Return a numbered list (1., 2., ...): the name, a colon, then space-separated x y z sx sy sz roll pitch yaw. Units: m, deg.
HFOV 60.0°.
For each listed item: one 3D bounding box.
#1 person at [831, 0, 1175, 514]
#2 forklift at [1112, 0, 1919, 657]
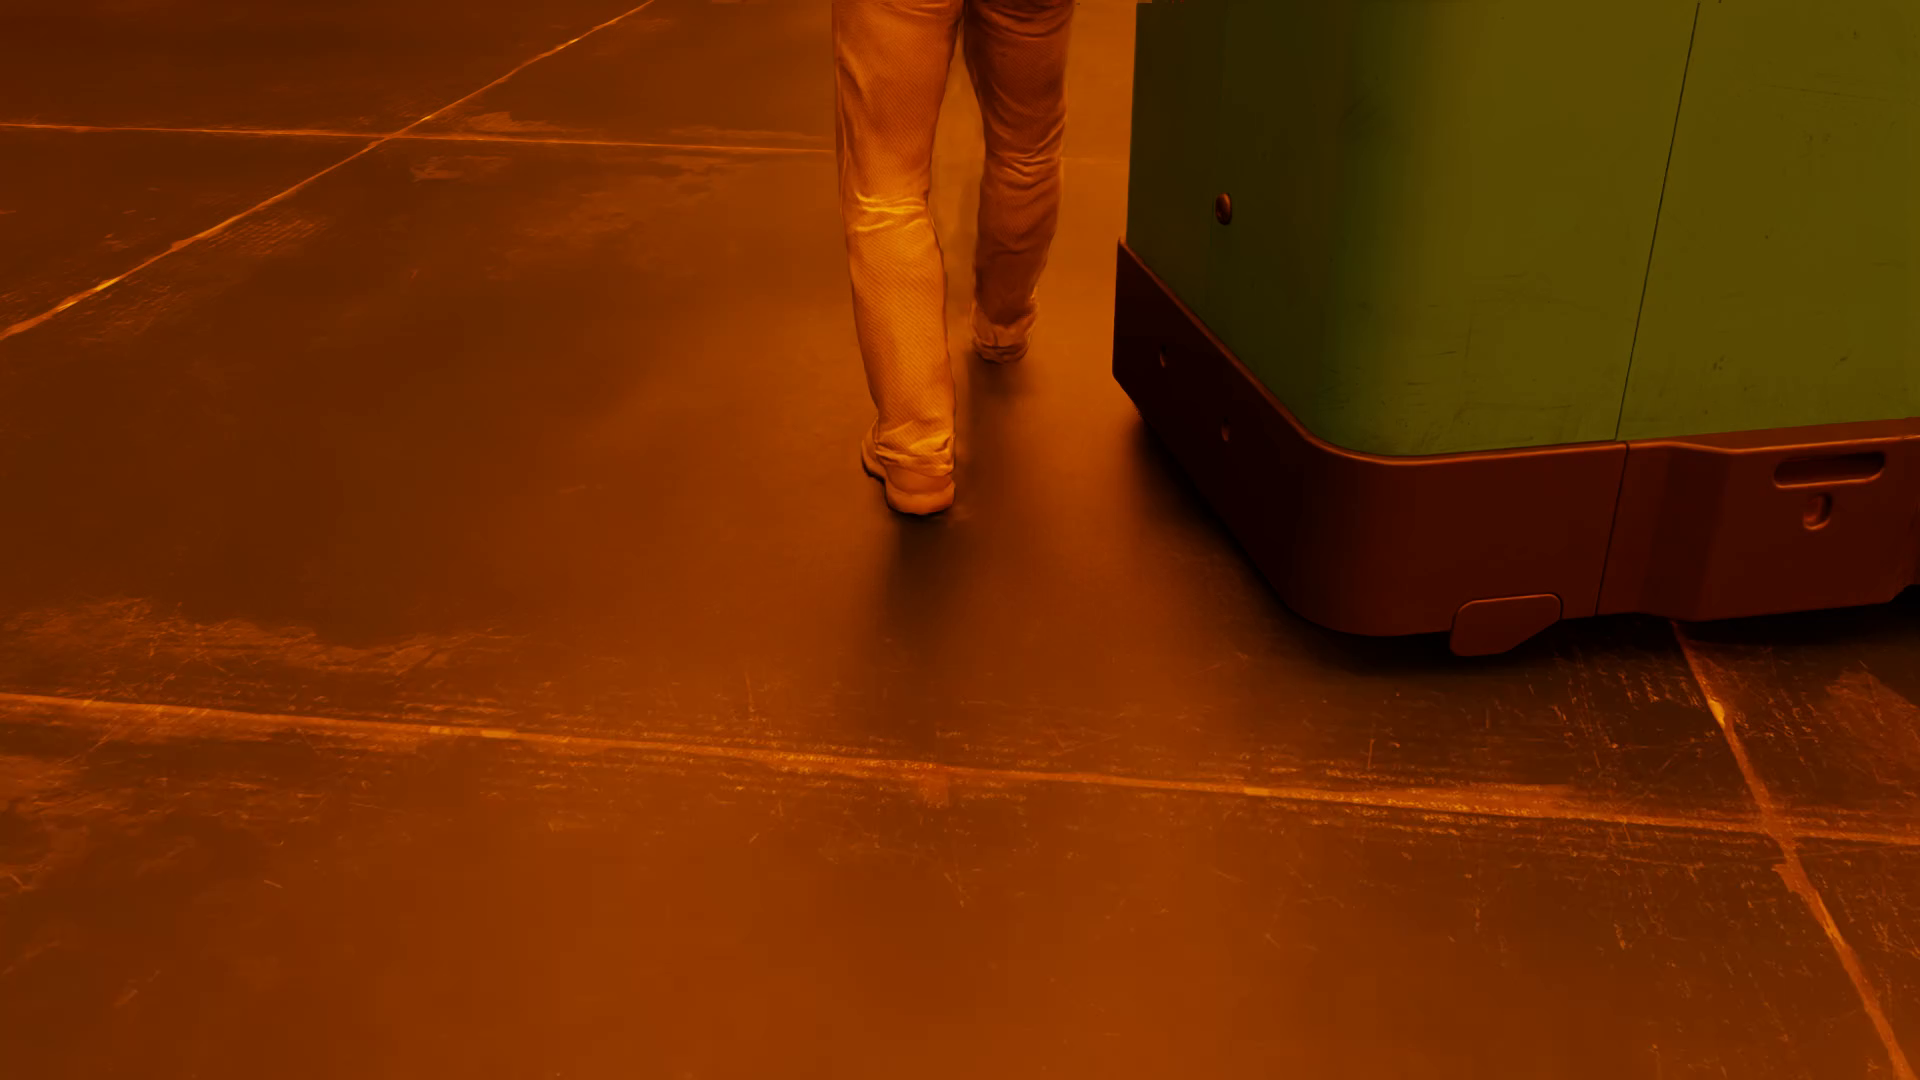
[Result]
1. person: 0.022 -0.998 2.602 0.737 1.716 0.910 -5 27 -9
2. forklift: 1.836 -1.472 2.168 3.031 2.935 1.130 -5 27 -10
